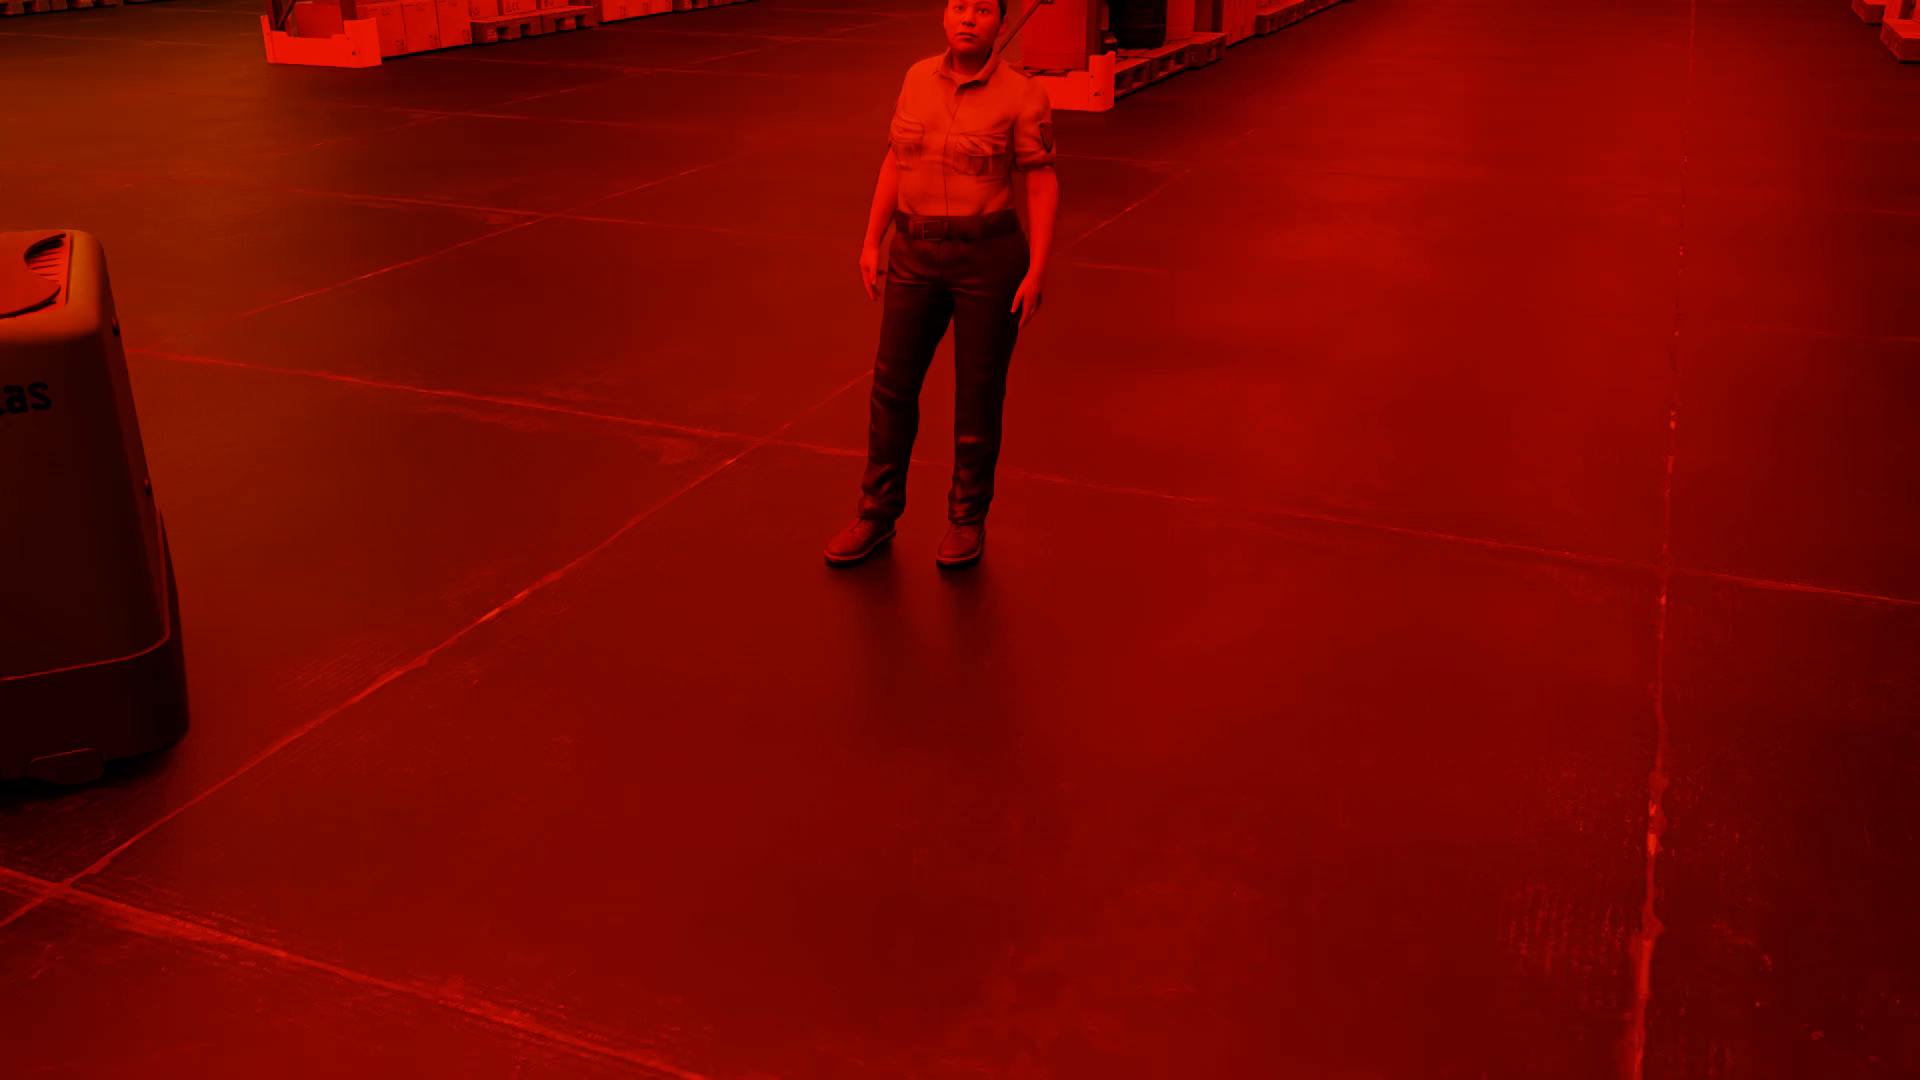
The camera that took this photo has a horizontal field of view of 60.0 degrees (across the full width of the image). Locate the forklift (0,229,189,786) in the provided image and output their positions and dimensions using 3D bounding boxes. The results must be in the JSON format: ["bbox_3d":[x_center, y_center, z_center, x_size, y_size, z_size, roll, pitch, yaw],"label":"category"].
[{"bbox_3d":[-3.346,-0.752,3.091,3.031,2.935,1.130,-10,25,-23],"label":"forklift"}]

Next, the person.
[{"bbox_3d":[-0.055,-0.738,4.703,0.599,1.650,0.501,9,24,21],"label":"person"}]
